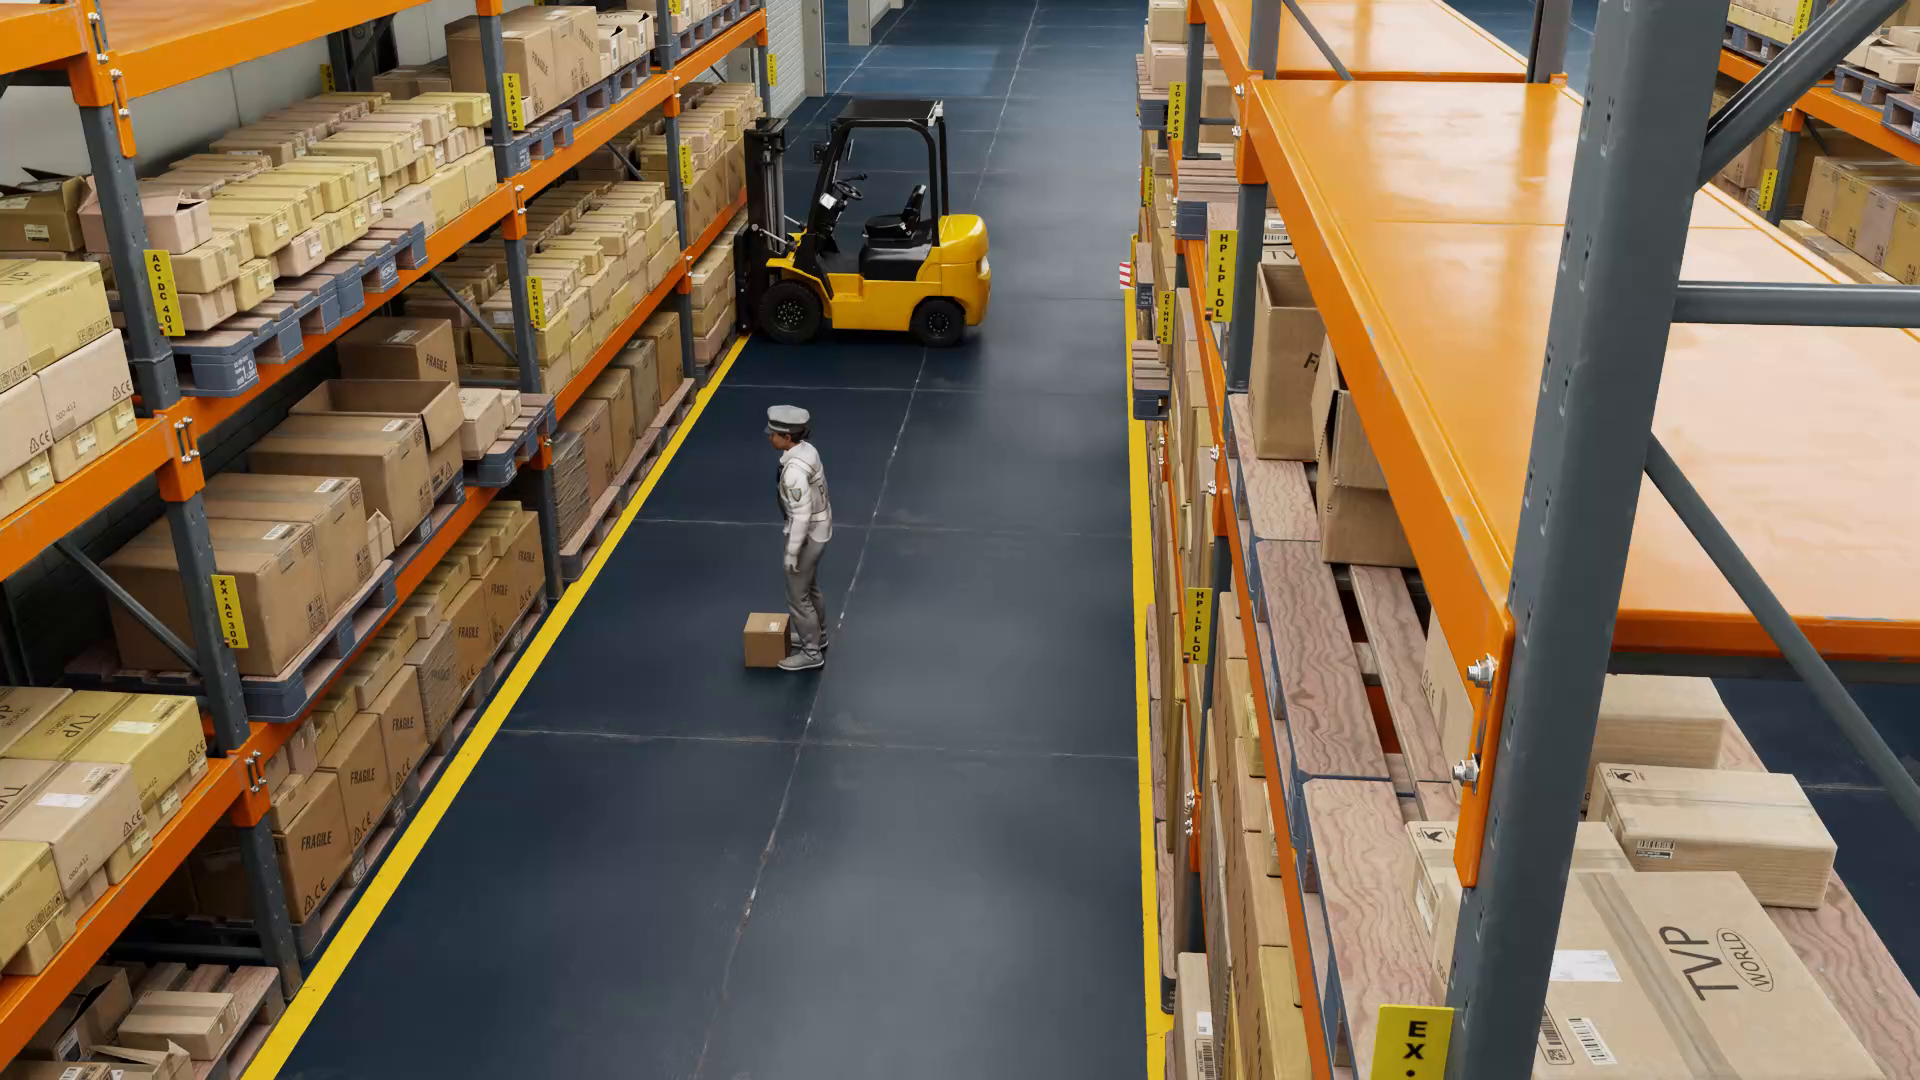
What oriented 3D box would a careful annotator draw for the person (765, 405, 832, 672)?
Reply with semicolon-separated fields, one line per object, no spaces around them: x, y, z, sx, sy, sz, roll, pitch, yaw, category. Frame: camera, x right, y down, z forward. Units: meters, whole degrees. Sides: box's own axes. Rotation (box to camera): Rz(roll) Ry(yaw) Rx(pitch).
-0.954;-0.013;10.010;0.369;1.667;0.547;1;25;1;person
